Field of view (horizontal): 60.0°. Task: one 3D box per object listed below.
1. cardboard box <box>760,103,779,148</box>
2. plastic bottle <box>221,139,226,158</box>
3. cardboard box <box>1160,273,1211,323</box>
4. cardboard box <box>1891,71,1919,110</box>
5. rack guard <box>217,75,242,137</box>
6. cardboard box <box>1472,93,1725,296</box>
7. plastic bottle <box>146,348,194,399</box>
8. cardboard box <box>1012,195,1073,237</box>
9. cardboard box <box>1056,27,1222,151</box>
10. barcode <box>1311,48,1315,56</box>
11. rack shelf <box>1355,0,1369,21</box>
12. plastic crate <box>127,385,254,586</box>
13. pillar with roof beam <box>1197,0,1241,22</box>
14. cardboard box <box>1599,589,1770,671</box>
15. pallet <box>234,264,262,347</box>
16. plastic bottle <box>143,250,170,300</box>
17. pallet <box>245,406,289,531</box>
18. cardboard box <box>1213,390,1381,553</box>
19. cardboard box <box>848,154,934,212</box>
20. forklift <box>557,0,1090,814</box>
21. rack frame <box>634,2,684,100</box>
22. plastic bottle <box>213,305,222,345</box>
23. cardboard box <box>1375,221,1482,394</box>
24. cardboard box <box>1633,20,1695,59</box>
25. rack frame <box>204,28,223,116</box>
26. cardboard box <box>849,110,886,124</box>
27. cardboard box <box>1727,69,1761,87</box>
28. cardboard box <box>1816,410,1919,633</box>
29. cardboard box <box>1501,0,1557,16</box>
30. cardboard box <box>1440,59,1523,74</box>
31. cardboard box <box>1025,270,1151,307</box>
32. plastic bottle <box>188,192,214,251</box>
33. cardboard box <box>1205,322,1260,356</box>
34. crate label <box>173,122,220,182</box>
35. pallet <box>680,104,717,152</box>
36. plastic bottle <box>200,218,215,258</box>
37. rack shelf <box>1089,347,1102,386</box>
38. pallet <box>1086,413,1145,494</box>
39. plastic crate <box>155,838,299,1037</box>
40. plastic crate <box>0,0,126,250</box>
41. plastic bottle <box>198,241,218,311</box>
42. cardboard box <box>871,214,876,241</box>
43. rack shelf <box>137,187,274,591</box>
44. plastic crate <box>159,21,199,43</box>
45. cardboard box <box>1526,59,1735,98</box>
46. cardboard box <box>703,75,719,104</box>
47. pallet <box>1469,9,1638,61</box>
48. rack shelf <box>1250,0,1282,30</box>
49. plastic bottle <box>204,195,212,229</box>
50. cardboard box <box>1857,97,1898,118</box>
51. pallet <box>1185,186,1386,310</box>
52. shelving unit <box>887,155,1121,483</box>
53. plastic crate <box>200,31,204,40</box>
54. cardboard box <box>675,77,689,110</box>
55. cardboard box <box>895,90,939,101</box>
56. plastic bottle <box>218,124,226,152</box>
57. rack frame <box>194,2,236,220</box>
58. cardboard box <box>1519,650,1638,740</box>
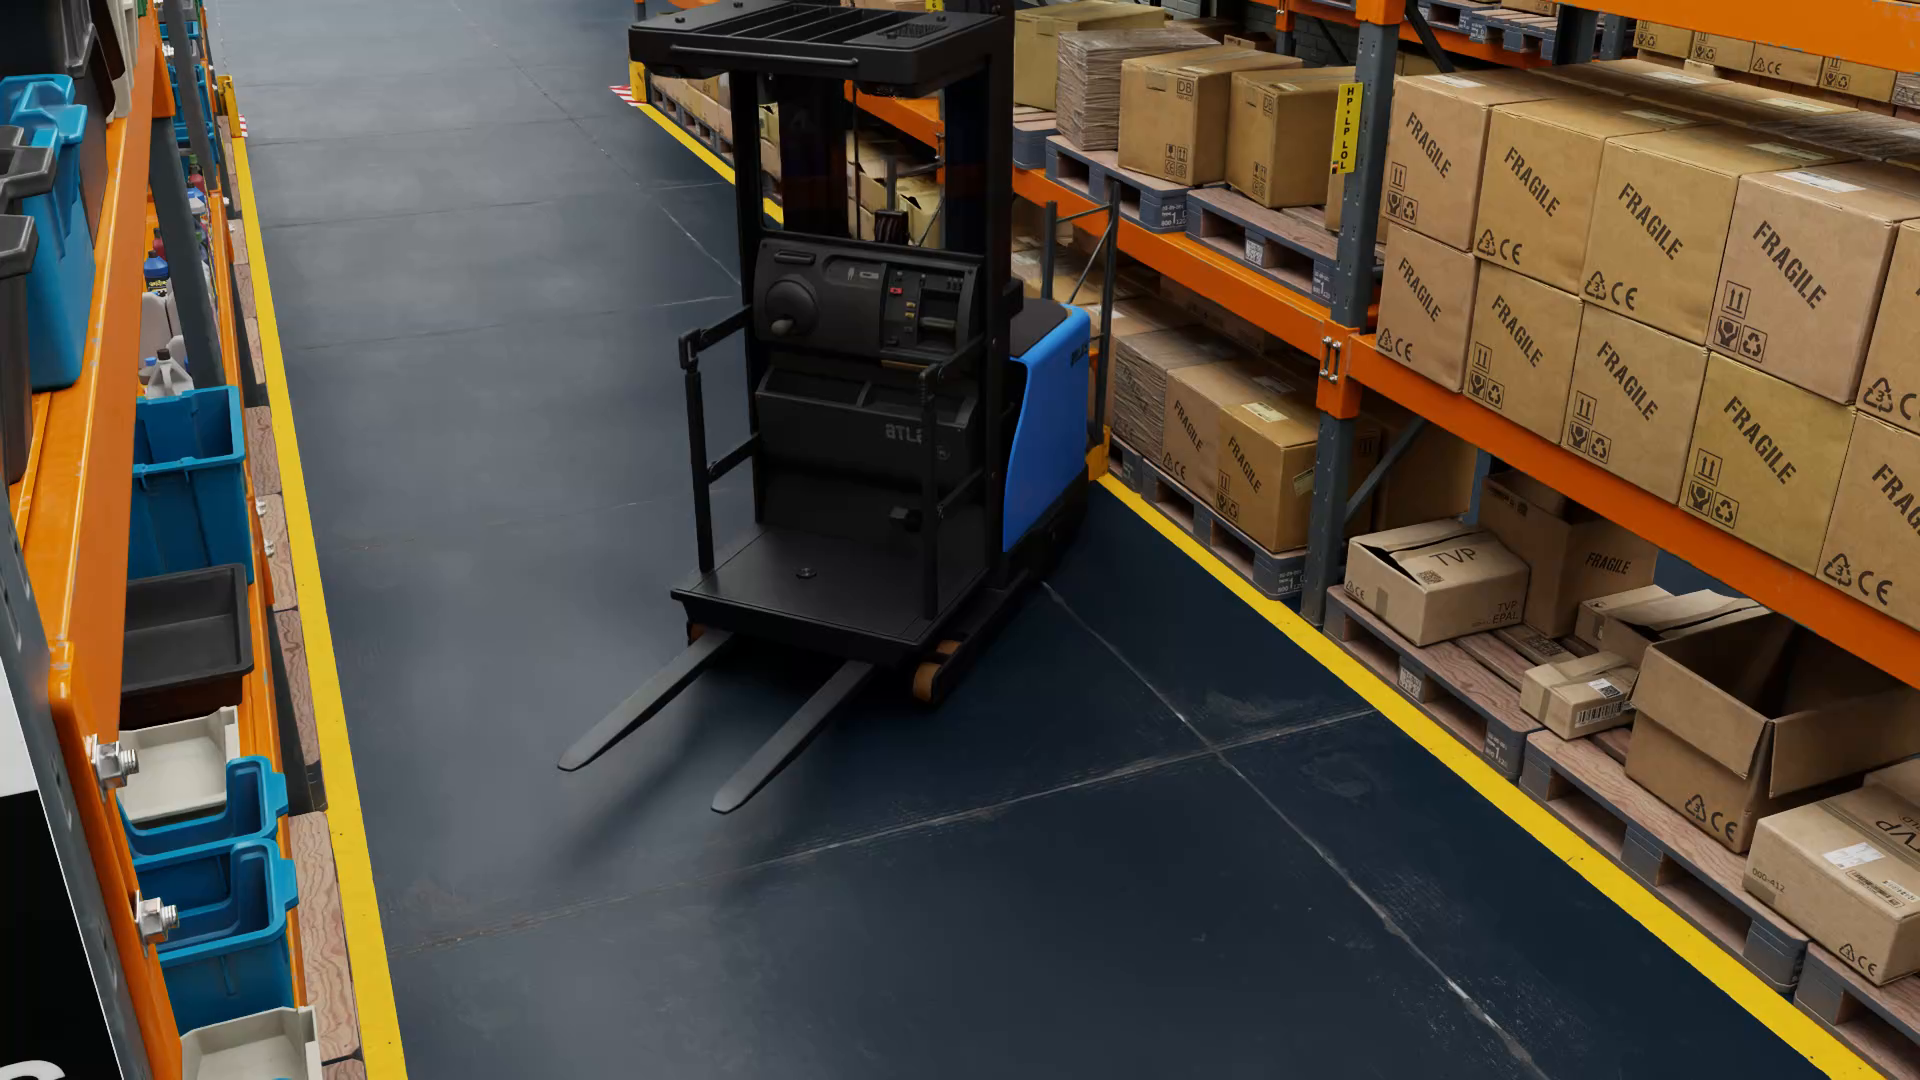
[{"bbox_3d":[-1.272,-3.309,13.126,0.500,0.311,0.500,-10,28,-20],"label":"cardboard box"},{"bbox_3d":[-5.938,-3.117,13.232,0.144,0.351,0.185,-11,28,-21],"label":"plastic bottle"},{"bbox_3d":[1.375,-1.339,8.567,0.500,0.250,0.500,-11,28,-22],"label":"cardboard box"},{"bbox_3d":[5.675,-2.676,9.337,0.500,0.500,0.500,-11,28,-20],"label":"cardboard box"},{"bbox_3d":[-7.257,-3.933,15.236,1.175,0.500,0.348,-11,28,-21],"label":"rack guard"},{"bbox_3d":[2.057,-1.132,5.396,0.500,0.500,0.500,-11,28,-22],"label":"cardboard box"},{"bbox_3d":[-2.486,-0.427,5.261,0.144,0.351,0.185,-11,28,-21],"label":"plastic bottle"},{"bbox_3d":[0.427,-2.166,10.784,0.500,0.311,0.500,-10,28,-19],"label":"cardboard box"},{"bbox_3d":[0.895,-2.296,8.441,0.700,0.500,0.500,-5,27,-11],"label":"cardboard box"},{"bbox_3d":[3.361,-4.644,15.826,0.001,0.075,0.075,-11,28,-21],"label":"barcode"},{"bbox_3d":[1.145,-2.916,7.706,1.077,0.370,4.000,-11,28,-21],"label":"rack shelf"},{"bbox_3d":[-2.134,-0.125,4.536,0.392,0.384,0.575,-11,28,-21],"label":"plastic crate"},{"bbox_3d":[-1.105,-8.604,15.115,9.100,9.000,0.400,-11,28,-21],"label":"pillar with roof beam"},{"bbox_3d":[2.706,0.410,6.054,0.500,0.311,0.500,-11,28,-21],"label":"cardboard box"},{"bbox_3d":[-4.939,-1.408,10.393,1.003,0.211,1.213,-11,28,-21],"label":"pallet"},{"bbox_3d":[-3.144,-1.002,6.530,0.097,0.271,0.097,0,26,0],"label":"plastic bottle"},{"bbox_3d":[-3.850,-0.285,8.094,1.003,0.211,1.213,-11,28,-21],"label":"pallet"},{"bbox_3d":[1.472,-0.309,7.311,0.500,0.500,0.500,-11,28,-21],"label":"cardboard box"},{"bbox_3d":[-0.474,-2.486,11.440,0.500,0.311,0.500,-11,28,-21],"label":"cardboard box"},{"bbox_3d":[-0.458,-0.893,6.239,1.130,2.935,3.031,11,28,21],"label":"forklift"},{"bbox_3d":[-2.771,-5.929,16.474,1.000,3.000,0.127,-11,28,-21],"label":"rack frame"},{"bbox_3d":[-2.844,-0.823,6.244,0.097,0.201,0.097,0,26,0],"label":"plastic bottle"},{"bbox_3d":[1.877,-0.877,6.013,0.500,0.500,0.500,-10,28,-19],"label":"cardboard box"},{"bbox_3d":[4.873,-3.499,11.023,0.500,0.500,0.500,-10,28,-19],"label":"cardboard box"},{"bbox_3d":[-7.330,-5.079,14.734,1.000,3.000,0.127,-11,28,-21],"label":"rack frame"},{"bbox_3d":[-0.573,-3.196,12.893,0.500,0.311,0.500,-10,28,-19],"label":"cardboard box"},{"bbox_3d":[5.163,-2.970,10.677,0.380,0.149,0.250,-11,28,-21],"label":"cardboard box"},{"bbox_3d":[2.672,-0.060,4.340,0.500,0.500,0.500,-10,28,-20],"label":"cardboard box"},{"bbox_3d":[4.482,-4.203,12.325,0.700,0.500,0.500,-13,29,-25],"label":"cardboard box"},{"bbox_3d":[4.217,-3.693,13.387,0.500,0.250,0.500,-11,28,-21],"label":"cardboard box"},{"bbox_3d":[0.679,-1.127,8.987,0.500,0.500,0.500,-11,28,-21],"label":"cardboard box"},{"bbox_3d":[-3.375,-1.402,7.349,0.097,0.271,0.097,0,26,0],"label":"plastic bottle"},{"bbox_3d":[1.555,-0.812,8.343,0.500,0.500,0.500,-10,28,-20],"label":"cardboard box"},{"bbox_3d":[-4.017,-2.009,8.636,0.303,0.233,0.416,-11,28,-21],"label":"crate label"},{"bbox_3d":[-1.959,-3.883,15.461,1.003,0.211,1.213,-11,28,-21],"label":"pallet"},{"bbox_3d":[-3.337,-1.331,7.284,0.097,0.201,0.097,0,26,0],"label":"plastic bottle"},{"bbox_3d":[0.174,-0.935,8.315,1.000,0.185,0.538,25,36,37],"label":"rack shelf"},{"bbox_3d":[1.094,-0.646,8.833,1.003,0.211,1.213,-11,28,-21],"label":"pallet"},{"bbox_3d":[-1.374,0.740,2.937,0.416,0.233,0.300,-11,28,-21],"label":"plastic crate"},{"bbox_3d":[-1.410,-0.604,2.220,0.504,0.338,0.767,-11,28,-21],"label":"plastic crate"},{"bbox_3d":[-3.050,-1.076,6.591,0.144,0.351,0.185,-11,28,-21],"label":"plastic bottle"},{"bbox_3d":[-0.274,-2.030,11.145,0.500,0.250,0.500,-11,28,-21],"label":"cardboard box"},{"bbox_3d":[-3.414,-0.719,6.624,1.077,0.370,4.000,-11,28,-21],"label":"rack shelf"},{"bbox_3d":[-5.045,-3.065,10.628,0.392,0.384,0.575,-11,28,-21],"label":"plastic crate"},{"bbox_3d":[2.365,-1.419,5.984,0.500,0.500,0.500,-10,28,-20],"label":"cardboard box"},{"bbox_3d":[-1.972,-4.159,14.650,0.500,0.500,0.500,-11,28,-21],"label":"cardboard box"},{"bbox_3d":[4.542,-3.735,12.200,1.213,0.211,1.003,-11,28,-21],"label":"pallet"},{"bbox_3d":[2.569,-5.651,16.725,1.077,0.370,4.000,-11,28,-21],"label":"rack shelf"},{"bbox_3d":[-3.527,-1.527,7.686,0.097,0.201,0.097,0,26,0],"label":"plastic bottle"},{"bbox_3d":[5.542,-2.551,9.819,0.380,0.149,0.250,-10,28,-19],"label":"cardboard box"},{"bbox_3d":[1.716,-1.339,7.293,1.003,0.211,1.213,-11,28,-21],"label":"pallet"},{"bbox_3d":[0.186,-1.091,8.226,1.083,1.500,0.587,25,36,37],"label":"shelving unit"},{"bbox_3d":[-5.852,-3.670,11.918,0.767,0.338,0.504,-11,28,-21],"label":"plastic crate"},{"bbox_3d":[-2.371,-4.224,15.638,0.500,0.250,0.500,-11,28,-21],"label":"cardboard box"},{"bbox_3d":[-0.244,-2.902,10.561,0.380,0.149,0.250,-11,28,-21],"label":"cardboard box"},{"bbox_3d":[-6.145,-3.346,13.779,0.061,0.283,0.133,-10,28,-19],"label":"plastic bottle"},{"bbox_3d":[-5.764,-3.464,11.427,1.000,3.000,0.127,-11,28,-21],"label":"rack frame"},{"bbox_3d":[2.242,0.545,5.942,0.380,0.166,0.250,-11,28,-21],"label":"cardboard box"}]
